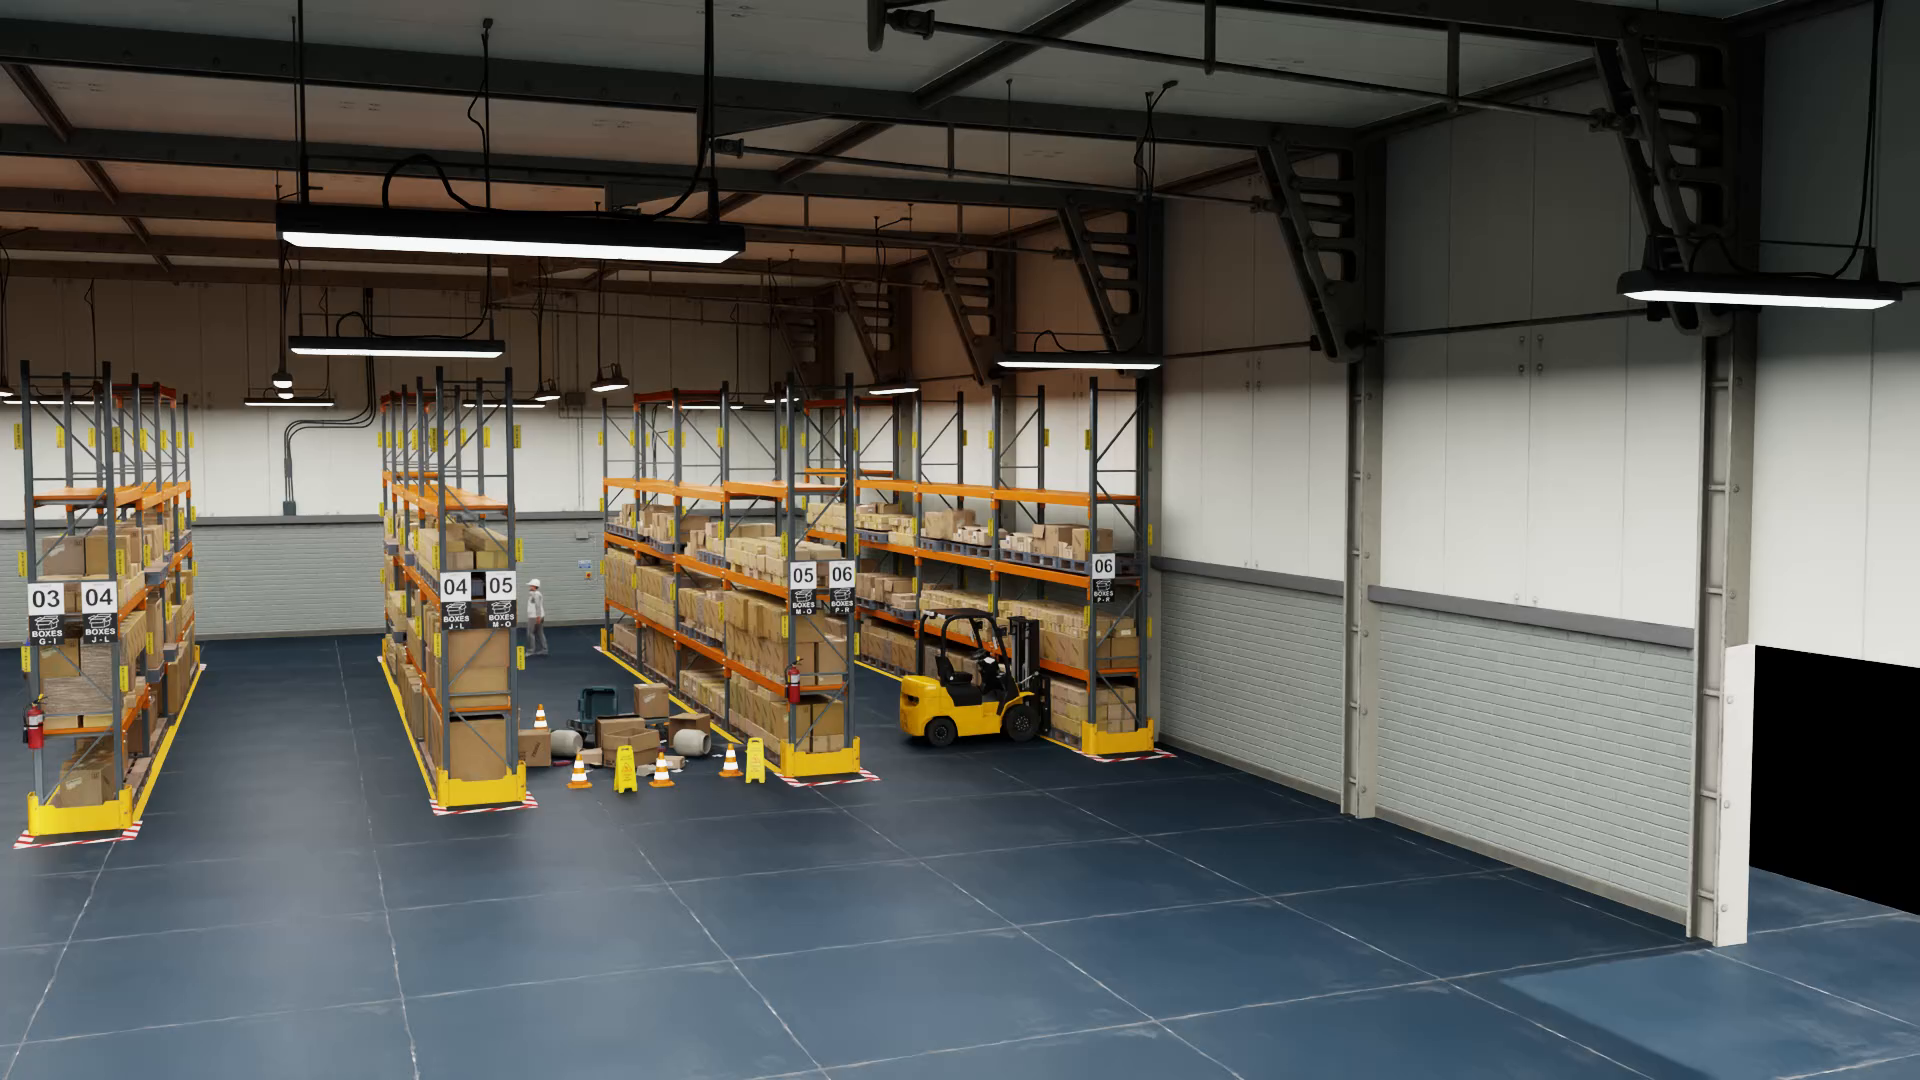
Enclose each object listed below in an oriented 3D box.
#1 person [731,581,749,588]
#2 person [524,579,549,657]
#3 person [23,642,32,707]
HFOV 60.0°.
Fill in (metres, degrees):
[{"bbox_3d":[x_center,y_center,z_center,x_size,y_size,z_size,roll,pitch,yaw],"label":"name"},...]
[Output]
[{"bbox_3d":[-5.984,1.436,44.792,1.095,1.732,0.547,-3,5,-41],"label":"person"},{"bbox_3d":[-9.862,1.809,38.560,0.631,1.799,0.577,0,3,-5],"label":"person"},{"bbox_3d":[-16.751,2.372,30.239,0.516,1.590,1.053,-2,4,-31],"label":"person"}]
